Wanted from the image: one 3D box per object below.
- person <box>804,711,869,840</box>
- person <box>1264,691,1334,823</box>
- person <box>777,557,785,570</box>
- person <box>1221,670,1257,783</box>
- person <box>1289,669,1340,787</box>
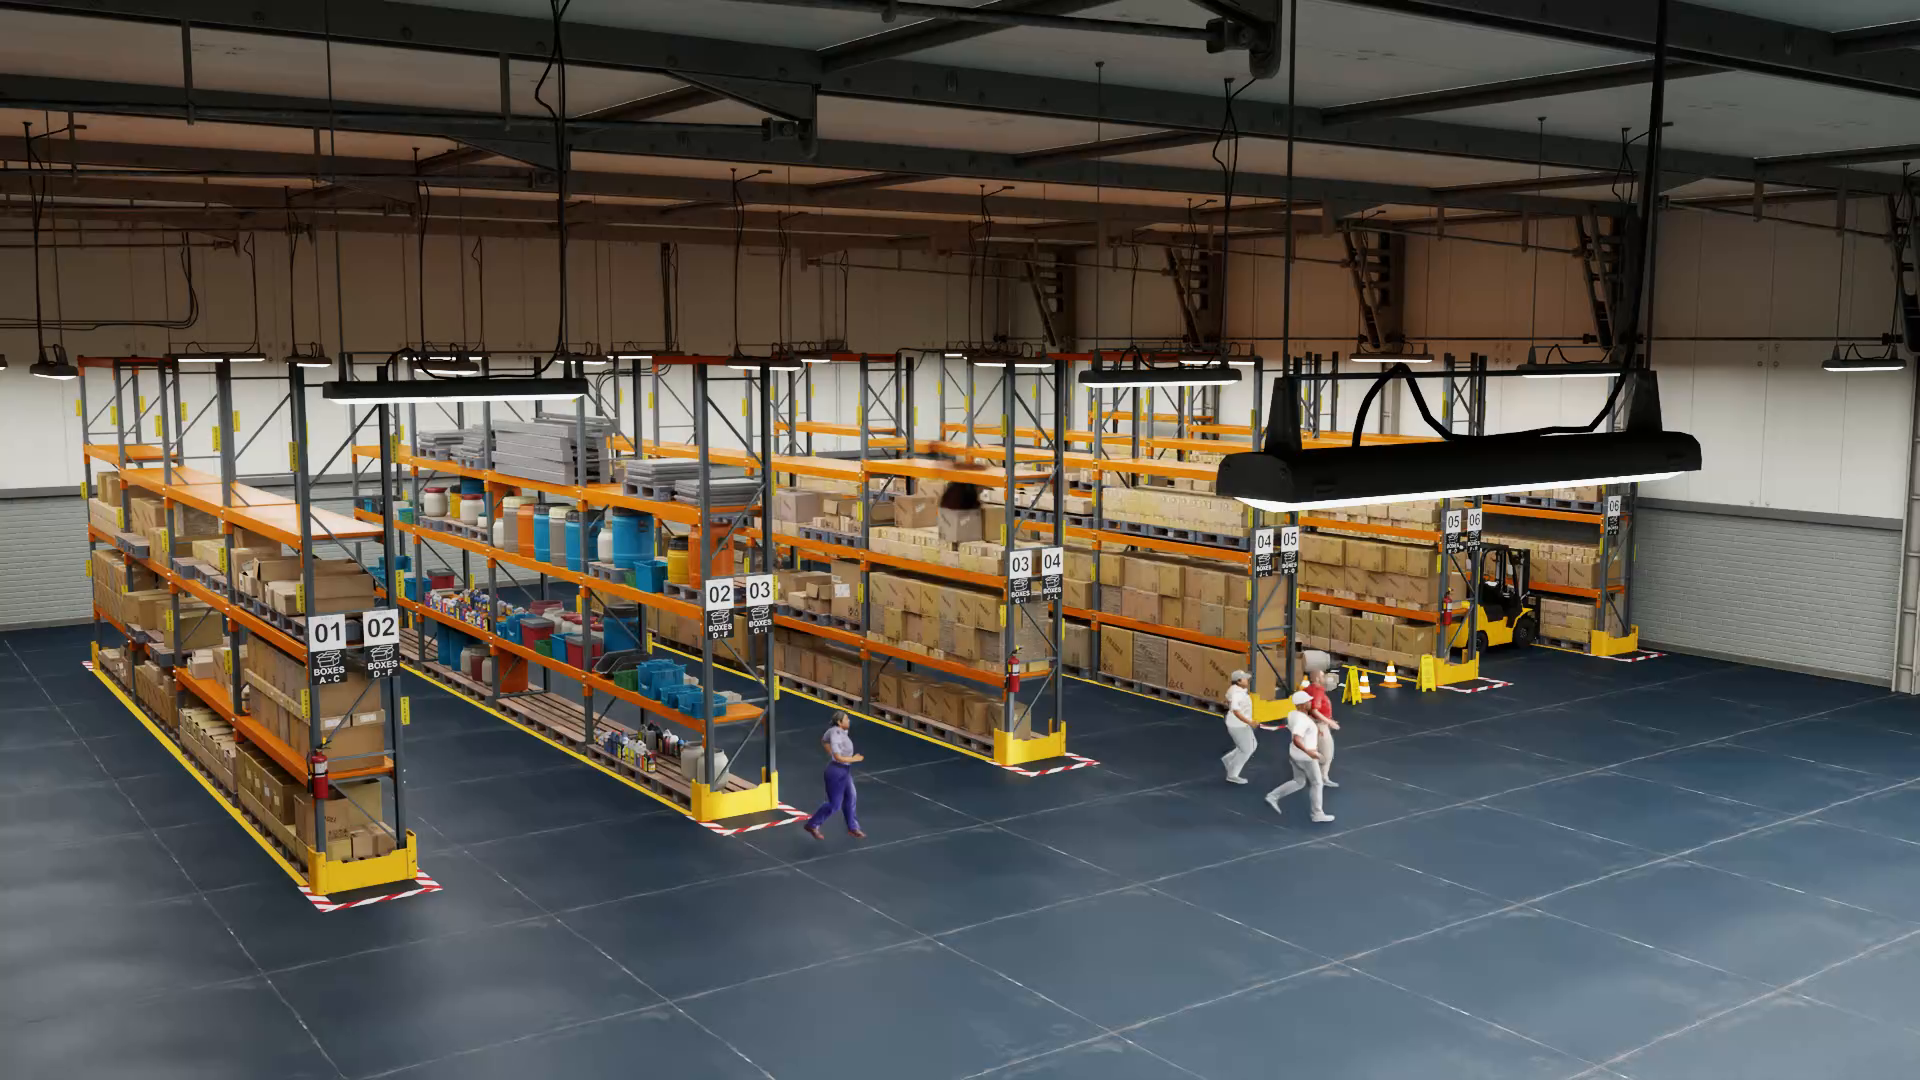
[{"bbox_3d":[-1.563,2.982,20.981,0.817,1.687,0.622,0,7,-3],"label":"person"},{"bbox_3d":[4.464,2.831,21.734,0.920,1.746,0.714,-1,7,-8],"label":"person"},{"bbox_3d":[-3.852,1.213,35.160,0.683,1.743,0.688,-7,10,-44],"label":"person"},{"bbox_3d":[4.001,2.658,23.771,0.517,1.634,0.611,1,7,4],"label":"person"},{"bbox_3d":[5.013,2.663,23.531,0.732,1.703,0.670,0,7,1],"label":"person"}]
